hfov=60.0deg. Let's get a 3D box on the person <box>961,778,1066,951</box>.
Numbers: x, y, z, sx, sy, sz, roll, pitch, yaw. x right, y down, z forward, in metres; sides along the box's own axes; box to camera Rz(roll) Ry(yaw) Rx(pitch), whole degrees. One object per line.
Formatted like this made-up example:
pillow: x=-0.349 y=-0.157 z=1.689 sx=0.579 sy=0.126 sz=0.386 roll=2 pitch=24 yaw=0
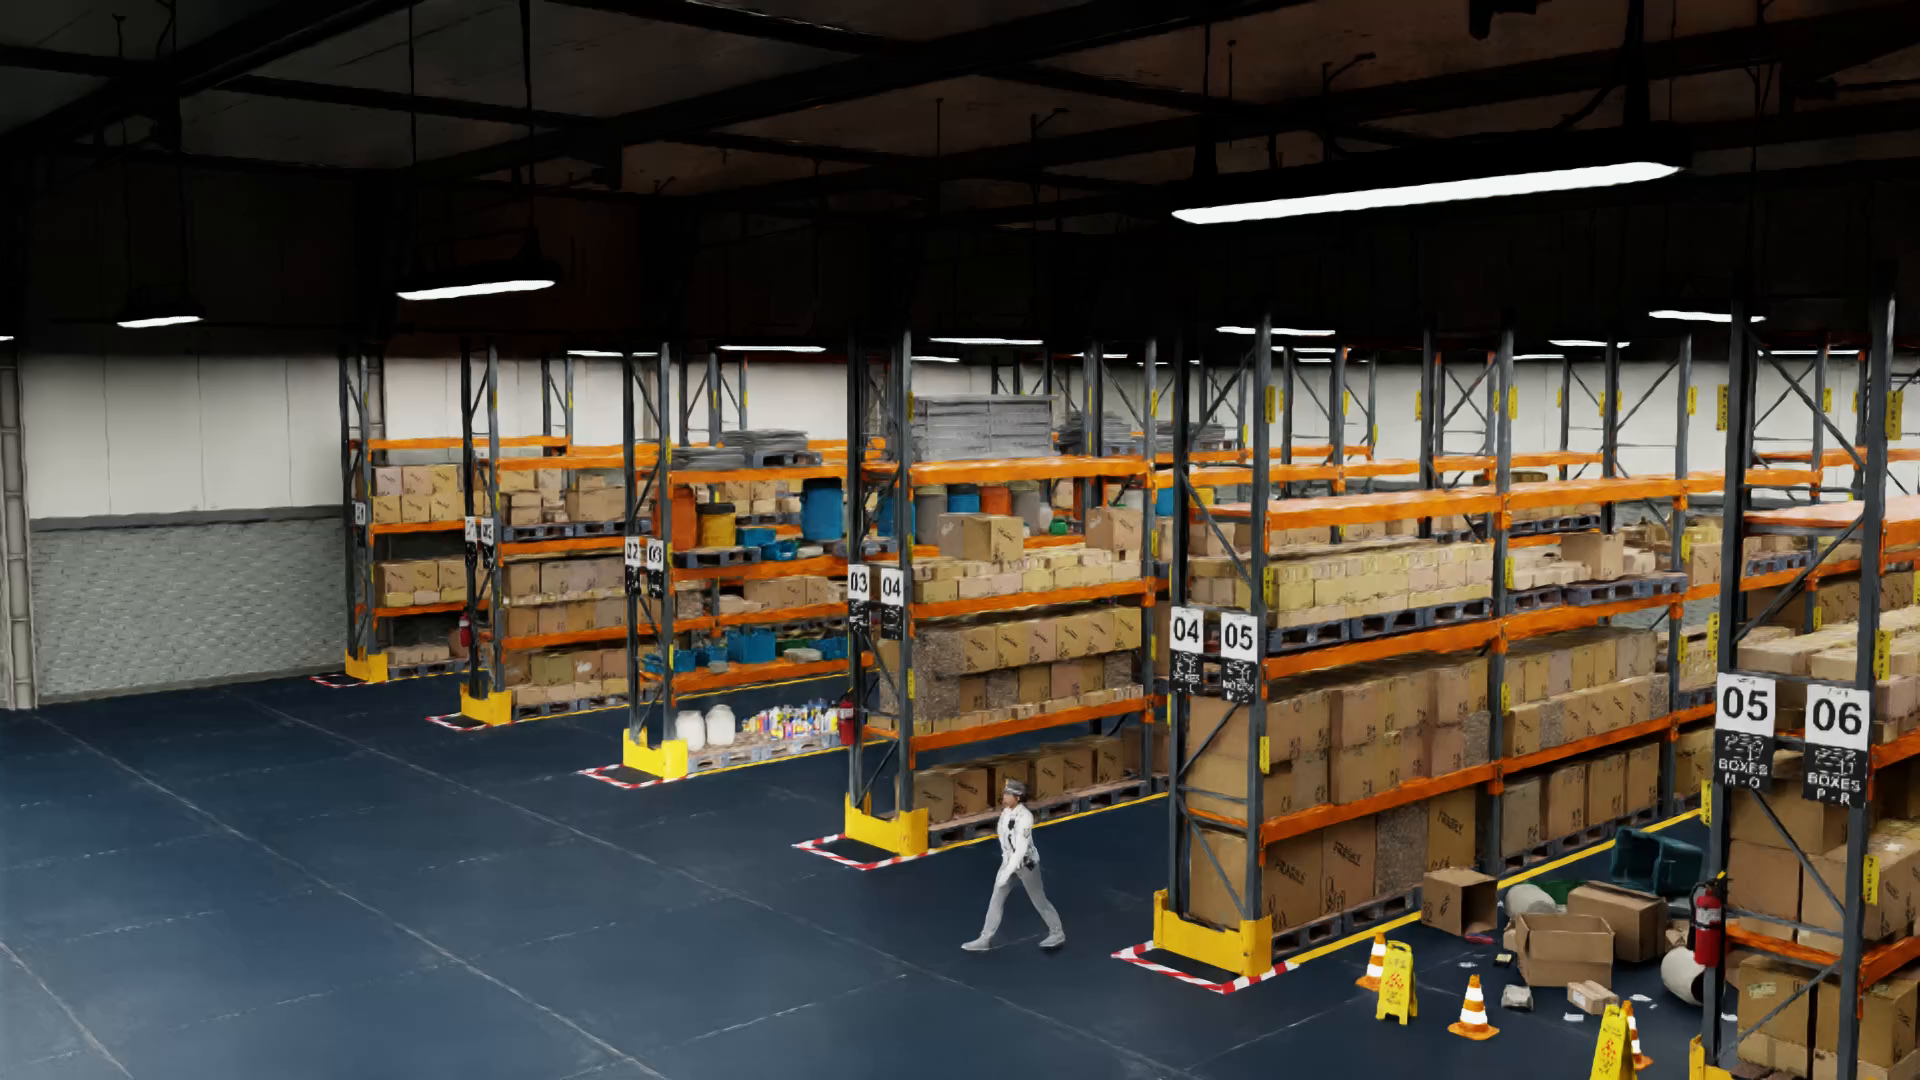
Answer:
person: x=0.510 y=2.972 z=15.274 sx=0.990 sy=1.619 sz=0.409 roll=-3 pitch=6 yaw=-32
